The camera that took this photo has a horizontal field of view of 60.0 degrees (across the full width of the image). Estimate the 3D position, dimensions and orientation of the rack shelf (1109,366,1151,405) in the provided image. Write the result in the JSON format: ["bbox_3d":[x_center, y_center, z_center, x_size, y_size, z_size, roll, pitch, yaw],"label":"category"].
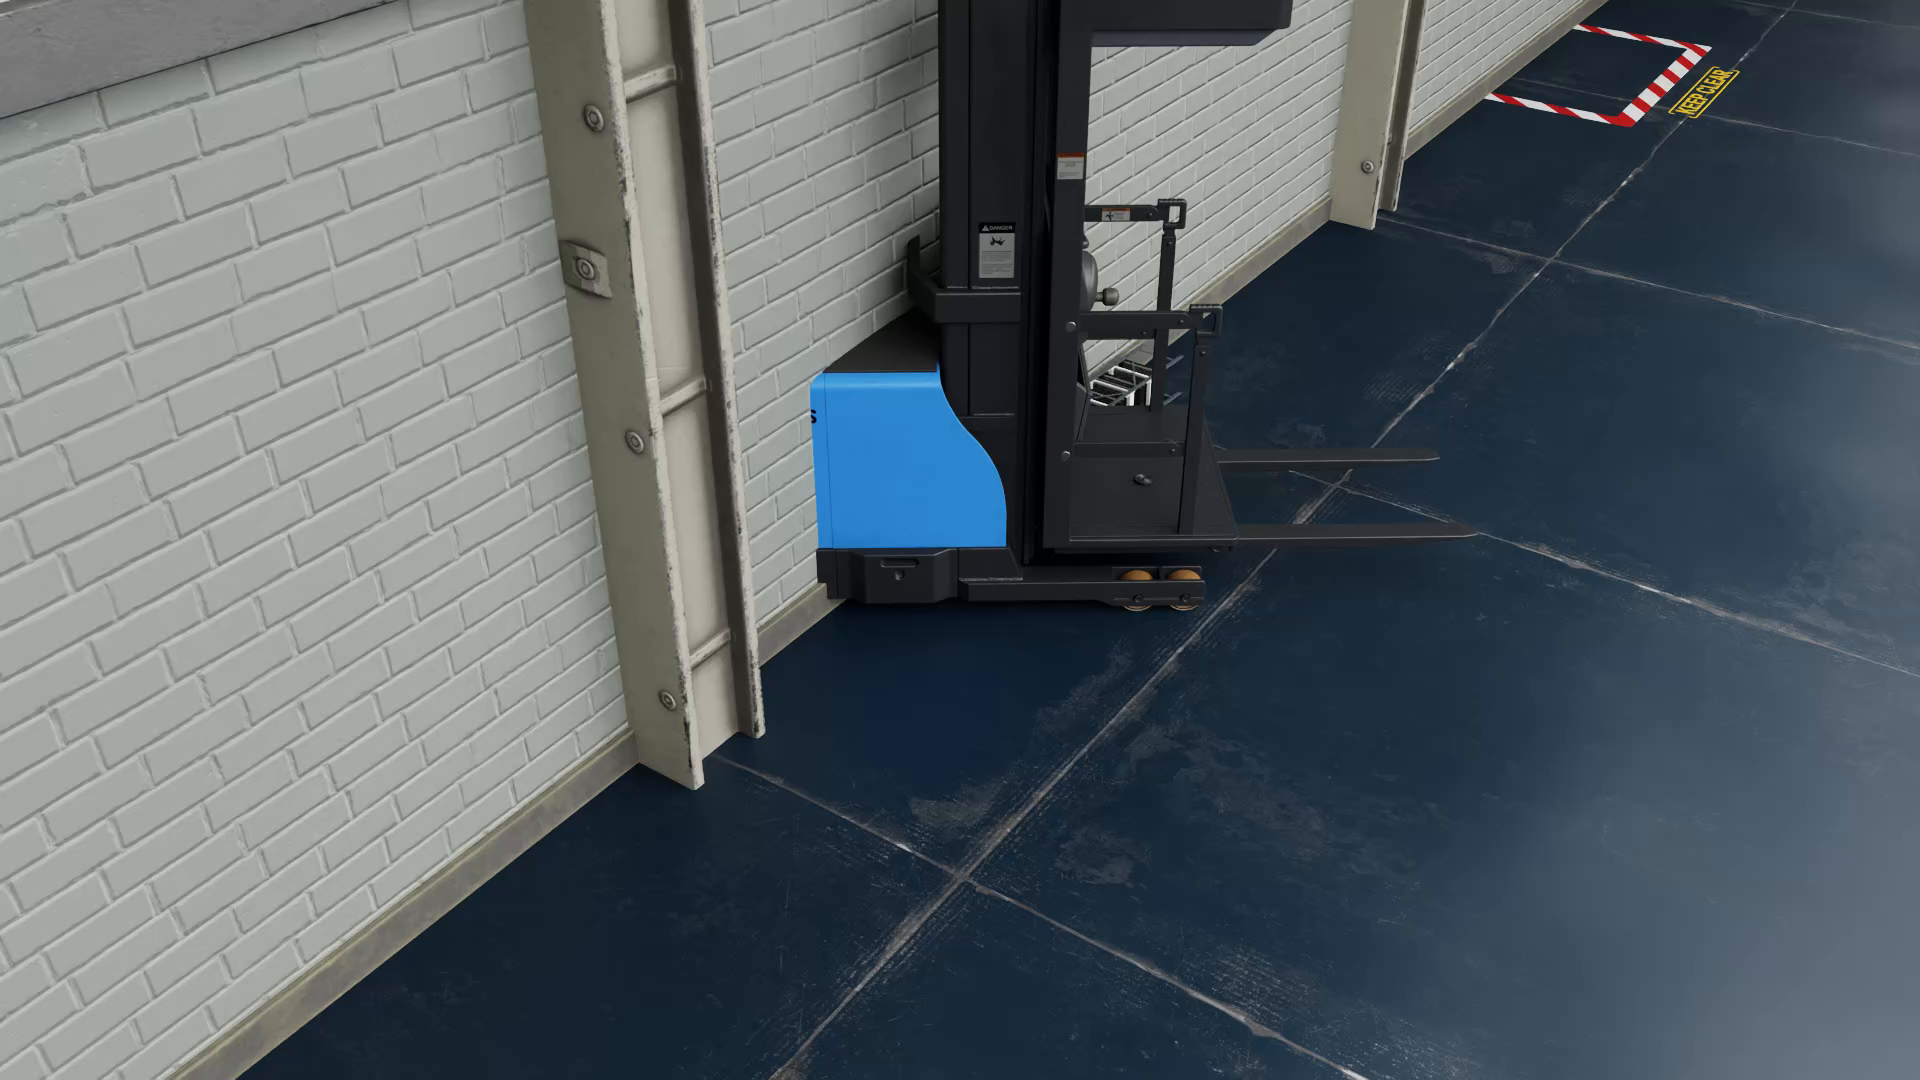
[{"bbox_3d":[0.825,-0.726,8.125,0.258,0.200,0.077,22,39,32],"label":"rack shelf"}]

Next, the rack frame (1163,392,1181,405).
[{"bbox_3d":[0.737,-0.577,8.083,0.240,0.006,0.900,22,39,32],"label":"rack frame"}]

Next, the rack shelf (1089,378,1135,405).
[{"bbox_3d":[0.715,-0.648,8.007,0.258,0.200,0.077,22,39,32],"label":"rack shelf"}]

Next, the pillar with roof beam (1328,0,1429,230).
[{"bbox_3d":[5.998,-4.360,5.664,9.100,9.000,0.400,21,39,28],"label":"pillar with roof beam"}]

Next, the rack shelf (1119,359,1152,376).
[{"bbox_3d":[0.880,-0.765,8.185,0.258,0.200,0.077,22,39,32],"label":"rack shelf"}]

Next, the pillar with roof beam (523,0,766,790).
[{"bbox_3d":[2.577,-1.599,1.581,9.100,9.000,0.400,21,39,28],"label":"pillar with roof beam"}]

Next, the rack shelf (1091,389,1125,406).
[{"bbox_3d":[0.660,-0.609,7.947,0.258,0.200,0.077,22,39,32],"label":"rack shelf"}]

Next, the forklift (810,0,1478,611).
[{"bbox_3d":[0.626,-1.221,6.439,3.031,2.935,1.130,-1,34,-1],"label":"forklift"}]

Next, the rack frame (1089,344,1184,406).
[{"bbox_3d":[0.734,-0.748,7.974,0.240,0.006,0.900,22,39,32],"label":"rack frame"}]

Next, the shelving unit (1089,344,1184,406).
[{"bbox_3d":[0.735,-0.662,8.029,0.258,0.210,0.900,22,39,32],"label":"shelving unit"}]

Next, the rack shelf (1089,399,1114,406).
[{"bbox_3d":[0.605,-0.570,7.888,0.258,0.200,0.077,22,39,32],"label":"rack shelf"}]

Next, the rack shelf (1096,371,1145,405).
[{"bbox_3d":[0.770,-0.687,8.066,0.258,0.200,0.077,22,39,32],"label":"rack shelf"}]
